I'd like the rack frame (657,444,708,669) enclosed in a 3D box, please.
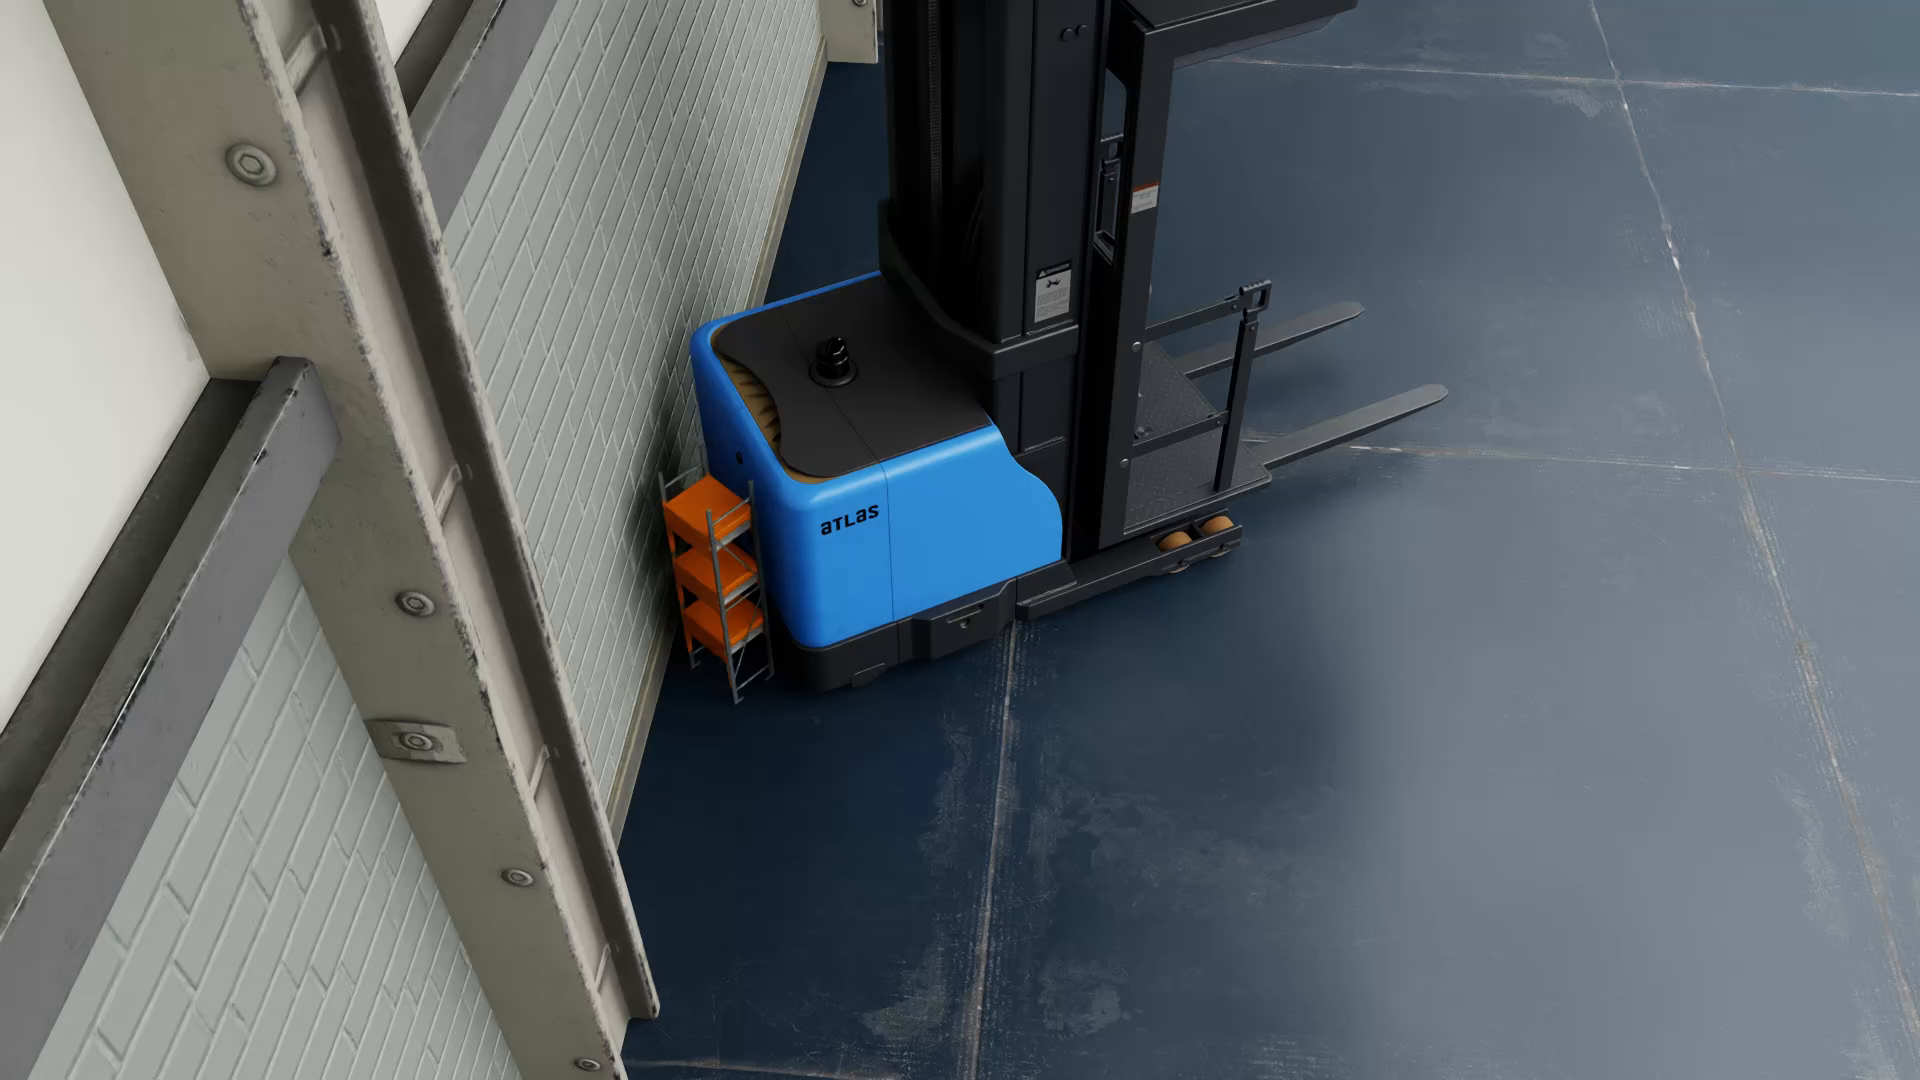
[{"bbox_3d":[-0.942,0.081,5.959,0.008,1.050,0.200,35,56,27],"label":"rack frame"}]

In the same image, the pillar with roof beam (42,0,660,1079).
[{"bbox_3d":[3.146,-1.116,1.672,9.100,9.000,0.400,4,48,4],"label":"pillar with roof beam"}]

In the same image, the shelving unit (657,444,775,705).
[{"bbox_3d":[-0.853,0.144,5.904,0.252,1.050,0.215,35,56,27],"label":"shelving unit"}]

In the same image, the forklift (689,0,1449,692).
[{"bbox_3d":[0.562,-1.192,5.854,3.031,2.935,1.130,-20,51,-17],"label":"forklift"}]

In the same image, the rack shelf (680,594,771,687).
[{"bbox_3d":[-0.857,0.337,6.118,0.240,0.259,0.215,35,56,27],"label":"rack shelf"}]

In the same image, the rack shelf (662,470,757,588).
[{"bbox_3d":[-0.850,-0.039,5.701,0.240,0.259,0.215,35,56,27],"label":"rack shelf"}]

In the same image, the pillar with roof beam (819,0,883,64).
[{"bbox_3d":[3.693,-5.525,5.705,9.100,9.000,0.400,4,48,4],"label":"pillar with roof beam"}]

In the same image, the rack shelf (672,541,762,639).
[{"bbox_3d":[-0.854,0.151,5.912,0.240,0.259,0.215,35,56,27],"label":"rack shelf"}]

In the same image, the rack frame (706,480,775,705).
[{"bbox_3d":[-0.764,0.207,5.849,0.008,1.050,0.200,35,56,27],"label":"rack frame"}]
